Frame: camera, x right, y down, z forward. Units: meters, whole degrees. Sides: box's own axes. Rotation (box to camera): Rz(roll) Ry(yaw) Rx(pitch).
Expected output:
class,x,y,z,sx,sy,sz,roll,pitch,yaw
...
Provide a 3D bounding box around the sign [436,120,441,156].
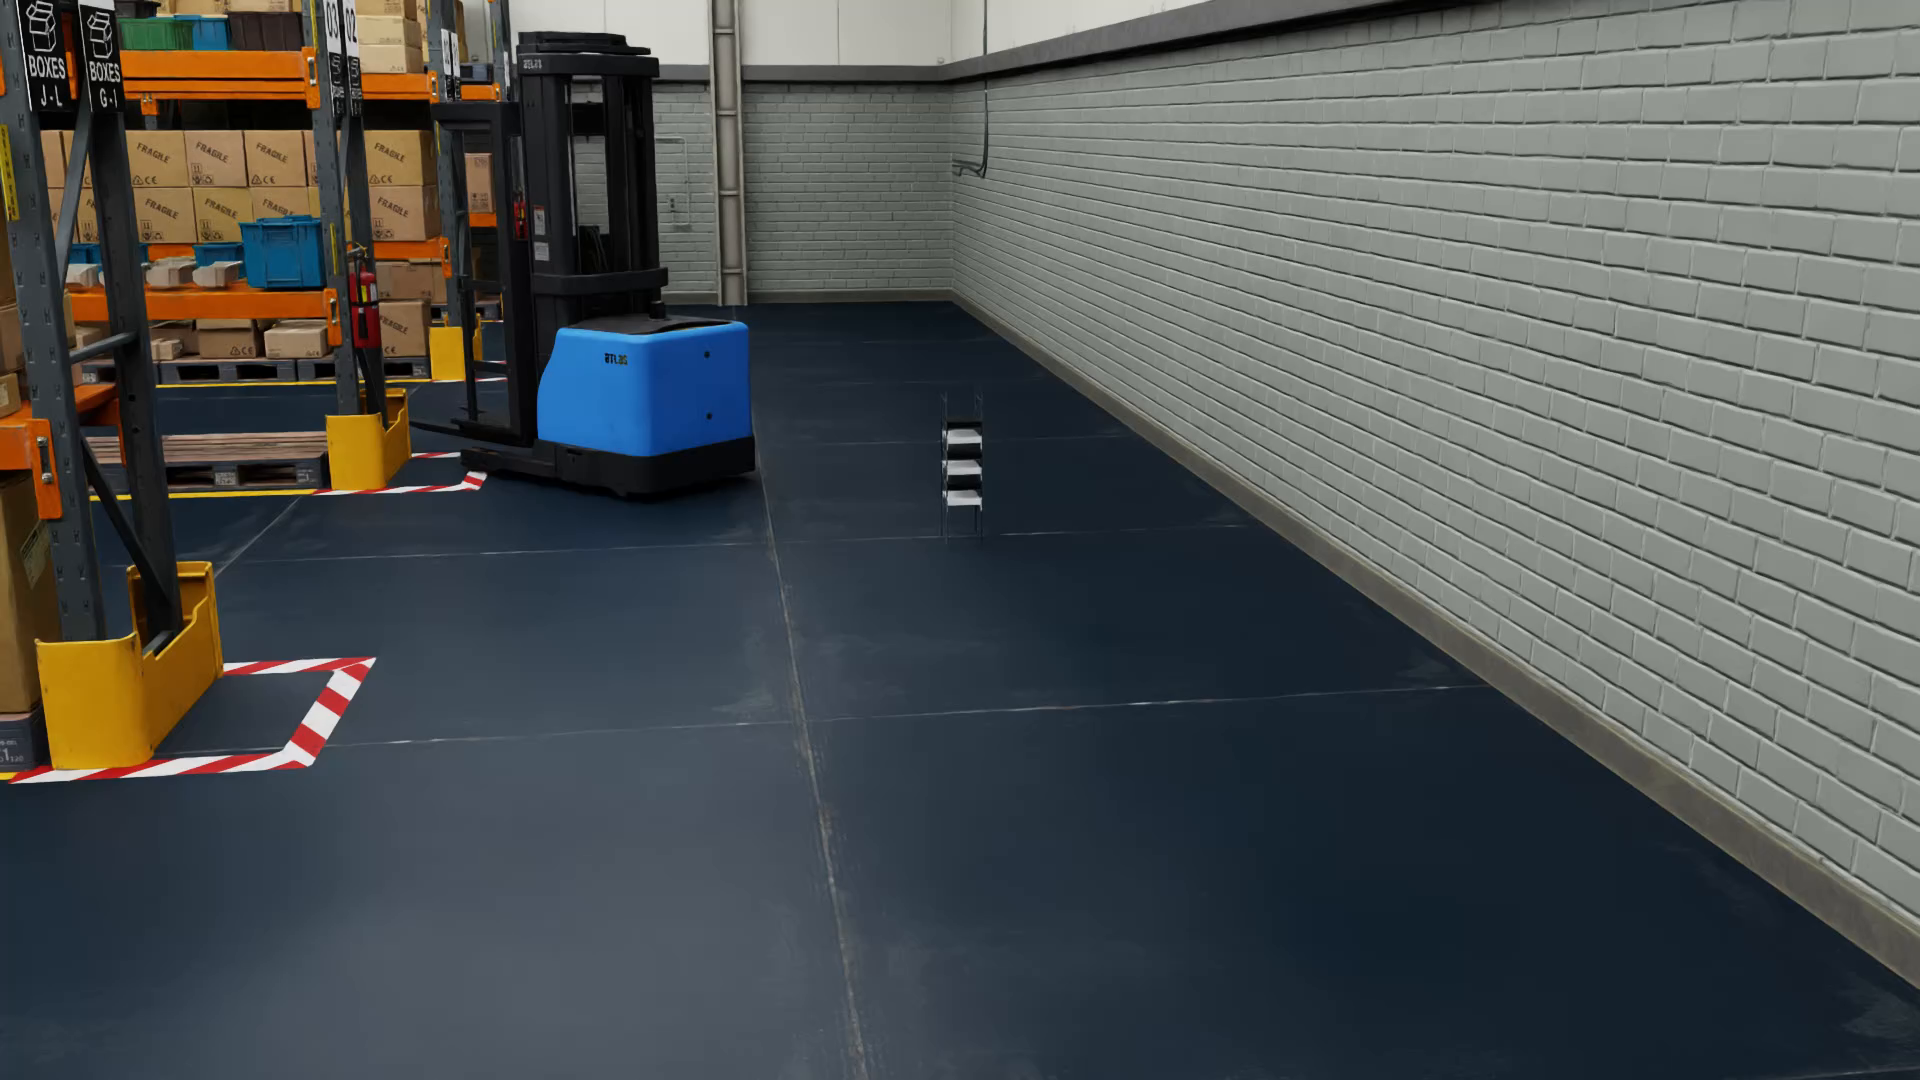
class,x,y,z,sx,sy,sz,roll,pitch,yaw
sign,-4.783,-3.694,15.255,0.005,0.325,0.100,-2,14,-8

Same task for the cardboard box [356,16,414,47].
class,x,y,z,sx,sy,sz,roll,pitch,yaw
cardboard box,-5.316,-4.658,15.244,0.500,0.250,0.500,-2,14,-8

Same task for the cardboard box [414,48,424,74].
class,x,y,z,sx,sy,sz,roll,pitch,yaw
cardboard box,-5.392,-4.538,15.793,0.500,0.250,0.500,-2,14,-8

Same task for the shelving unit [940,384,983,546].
class,x,y,z,sx,sy,sz,roll,pitch,yaw
shelving unit,0.008,-0.437,9.614,0.210,0.900,0.258,-2,14,-8

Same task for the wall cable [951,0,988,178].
class,x,y,z,sx,sy,sz,roll,pitch,yaw
wall cable,0.058,-5.828,20.843,0.112,2.526,3.097,-2,14,-8

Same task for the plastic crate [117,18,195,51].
class,x,y,z,sx,sy,sz,roll,pitch,yaw
plastic crate,-5.045,-3.170,10.463,0.336,0.188,0.450,-2,14,-8

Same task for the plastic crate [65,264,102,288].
class,x,y,z,sx,sy,sz,roll,pitch,yaw
plastic crate,-5.742,-1.712,10.799,0.250,0.136,0.298,-2,14,-8

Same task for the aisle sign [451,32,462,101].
class,x,y,z,sx,sy,sz,roll,pitch,yaw
aisle sign,-4.823,-4.447,15.945,0.004,0.787,0.394,-2,14,-8

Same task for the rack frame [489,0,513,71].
class,x,y,z,sx,sy,sz,roll,pitch,yaw
rack frame,-5.588,-7.215,19.991,0.127,3.000,1.000,-2,14,-8

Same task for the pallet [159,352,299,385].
class,x,y,z,sx,sy,sz,roll,pitch,yaw
pallet,-6.913,-1.685,16.009,1.213,0.211,1.003,-2,14,-8

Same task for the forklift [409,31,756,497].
class,x,y,z,sx,sy,sz,roll,pitch,yaw
forklift,-2.871,-1.962,11.520,3.031,2.935,1.130,11,18,36

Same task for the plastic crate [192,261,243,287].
class,x,y,z,sx,sy,sz,roll,pitch,yaw
plastic crate,-4.891,-1.750,10.952,0.243,0.136,0.396,-2,14,-8

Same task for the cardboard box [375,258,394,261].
class,x,y,z,sx,sy,sz,roll,pitch,yaw
cardboard box,-7.171,-3.577,20.760,0.250,0.149,0.380,-2,14,-8

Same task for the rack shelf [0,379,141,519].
class,x,y,z,sx,sy,sz,roll,pitch,yaw
rack shelf,-5.352,-0.309,6.266,4.000,0.370,1.077,-2,14,-8

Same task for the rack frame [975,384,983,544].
class,x,y,z,sx,sy,sz,roll,pitch,yaw
rack frame,0.109,-0.440,9.628,0.006,0.900,0.240,-2,14,-8

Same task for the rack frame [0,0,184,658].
class,x,y,z,sx,sy,sz,roll,pitch,yaw
rack frame,-3.374,-0.730,6.468,0.127,3.000,1.000,-2,14,-8

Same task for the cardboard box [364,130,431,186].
class,x,y,z,sx,sy,sz,roll,pitch,yaw
cardboard box,-5.245,-3.565,15.508,0.500,0.500,0.500,-2,14,-9

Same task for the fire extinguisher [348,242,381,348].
class,x,y,z,sx,sy,sz,roll,pitch,yaw
fire extinguisher,-3.895,-1.600,10.859,0.183,0.674,0.296,-2,14,-8

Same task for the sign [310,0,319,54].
class,x,y,z,sx,sy,sz,roll,pitch,yaw
sign,-4.014,-3.194,10.341,0.005,0.325,0.100,-2,14,-8

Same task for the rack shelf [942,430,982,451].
class,x,y,z,sx,sy,sz,roll,pitch,yaw
rack shelf,0.008,-0.579,9.578,0.200,0.077,0.258,-2,14,-8

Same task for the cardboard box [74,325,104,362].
class,x,y,z,sx,sy,sz,roll,pitch,yaw
cardboard box,-8.354,-1.841,15.519,0.500,0.311,0.500,-2,14,-8

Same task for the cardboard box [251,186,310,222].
class,x,y,z,sx,sy,sz,roll,pitch,yaw
cardboard box,-6.255,-3.044,15.487,0.500,0.500,0.500,-2,14,-8

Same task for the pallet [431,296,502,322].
class,x,y,z,sx,sy,sz,roll,pitch,yaw
pallet,-6.367,-2.904,20.869,1.213,0.211,1.003,-2,14,-8

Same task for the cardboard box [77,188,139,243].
class,x,y,z,sx,sy,sz,roll,pitch,yaw
cardboard box,-7.751,-2.989,15.269,0.500,0.500,0.500,-2,14,-7

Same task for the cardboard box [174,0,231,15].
class,x,y,z,sx,sy,sz,roll,pitch,yaw
cardboard box,-6.846,-5.042,15.233,0.500,0.500,0.700,-2,14,-8

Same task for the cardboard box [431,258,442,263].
class,x,y,z,sx,sy,sz,roll,pitch,yaw
cardboard box,-6.365,-3.513,20.504,0.250,0.149,0.380,-2,14,-9

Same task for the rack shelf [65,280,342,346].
class,x,y,z,sx,sy,sz,roll,pitch,yaw
rack shelf,-6.090,-1.500,11.017,4.000,0.370,1.077,-2,14,-8

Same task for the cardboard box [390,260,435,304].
class,x,y,z,sx,sy,sz,roll,pitch,yaw
cardboard box,-6.760,-3.228,20.704,0.500,0.500,0.700,-2,14,-8

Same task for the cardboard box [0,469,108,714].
class,x,y,z,sx,sy,sz,roll,pitch,yaw
cardboard box,-3.995,0.139,6.506,0.875,0.875,0.875,-2,14,-8

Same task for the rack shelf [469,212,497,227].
class,x,y,z,sx,sy,sz,roll,pitch,yaw
rack shelf,-7.566,-3.883,20.519,4.000,0.370,1.077,-2,14,-8

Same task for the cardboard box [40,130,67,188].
class,x,y,z,sx,sy,sz,roll,pitch,yaw
cardboard box,-8.294,-3.451,15.056,0.500,0.500,0.500,-2,14,-7

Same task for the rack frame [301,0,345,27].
class,x,y,z,sx,sy,sz,roll,pitch,yaw
rack frame,-4.112,-4.832,10.489,0.127,3.000,1.000,-2,14,-8

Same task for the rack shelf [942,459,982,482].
class,x,y,z,sx,sy,sz,roll,pitch,yaw
rack shelf,0.008,-0.404,9.622,0.200,0.077,0.258,-2,14,-8

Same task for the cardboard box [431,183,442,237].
class,x,y,z,sx,sy,sz,roll,pitch,yaw
cardboard box,-5.324,-3.209,16.147,0.500,0.500,0.500,-2,14,-7

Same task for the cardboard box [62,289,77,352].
class,x,y,z,sx,sy,sz,roll,pitch,yaw
cardboard box,-3.889,-0.849,6.640,0.500,0.250,0.500,-2,14,-10

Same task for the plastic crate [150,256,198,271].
class,x,y,z,sx,sy,sz,roll,pitch,yaw
plastic crate,-5.406,-1.877,11.458,0.298,0.136,0.250,-2,14,-8

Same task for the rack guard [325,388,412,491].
class,x,y,z,sx,sy,sz,roll,pitch,yaw
rack guard,-4.090,-0.713,11.538,0.348,0.500,1.175,-2,14,-8

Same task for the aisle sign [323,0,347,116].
class,x,y,z,sx,sy,sz,roll,pitch,yaw
aisle sign,-3.997,-3.115,10.632,0.004,0.787,0.394,-2,14,-8

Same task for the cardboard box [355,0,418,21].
class,x,y,z,sx,sy,sz,roll,pitch,yaw
cardboard box,-5.352,-5.079,15.381,0.500,0.500,0.700,-2,14,-8

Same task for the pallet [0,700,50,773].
class,x,y,z,sx,sy,sz,roll,pitch,yaw
pallet,-4.153,0.670,6.616,1.213,0.211,1.003,-2,14,-8

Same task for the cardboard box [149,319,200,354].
class,x,y,z,sx,sy,sz,roll,pitch,yaw
cardboard box,-7.539,-1.994,16.128,0.500,0.311,0.500,-2,14,-8

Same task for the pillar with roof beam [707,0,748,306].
class,x,y,z,sx,sy,sz,roll,pitch,yaw
pillar with roof beam,-2.406,-6.485,17.082,0.400,9.000,9.100,-2,14,-8

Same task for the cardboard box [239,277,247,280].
class,x,y,z,sx,sy,sz,roll,pitch,yaw
cardboard box,-8.789,-3.154,20.405,0.500,0.500,0.700,-2,14,-8

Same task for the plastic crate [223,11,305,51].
class,x,y,z,sx,sy,sz,roll,pitch,yaw
plastic crate,-4.534,-3.366,11.081,0.590,0.269,0.497,-2,14,-8

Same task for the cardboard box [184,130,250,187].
class,x,y,z,sx,sy,sz,roll,pitch,yaw
cardboard box,-6.765,-3.508,15.281,0.500,0.500,0.500,-2,14,-7

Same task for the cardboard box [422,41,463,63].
class,x,y,z,sx,sy,sz,roll,pitch,yaw
cardboard box,-6.273,-5.849,19.950,0.500,0.250,0.500,-2,14,-7
